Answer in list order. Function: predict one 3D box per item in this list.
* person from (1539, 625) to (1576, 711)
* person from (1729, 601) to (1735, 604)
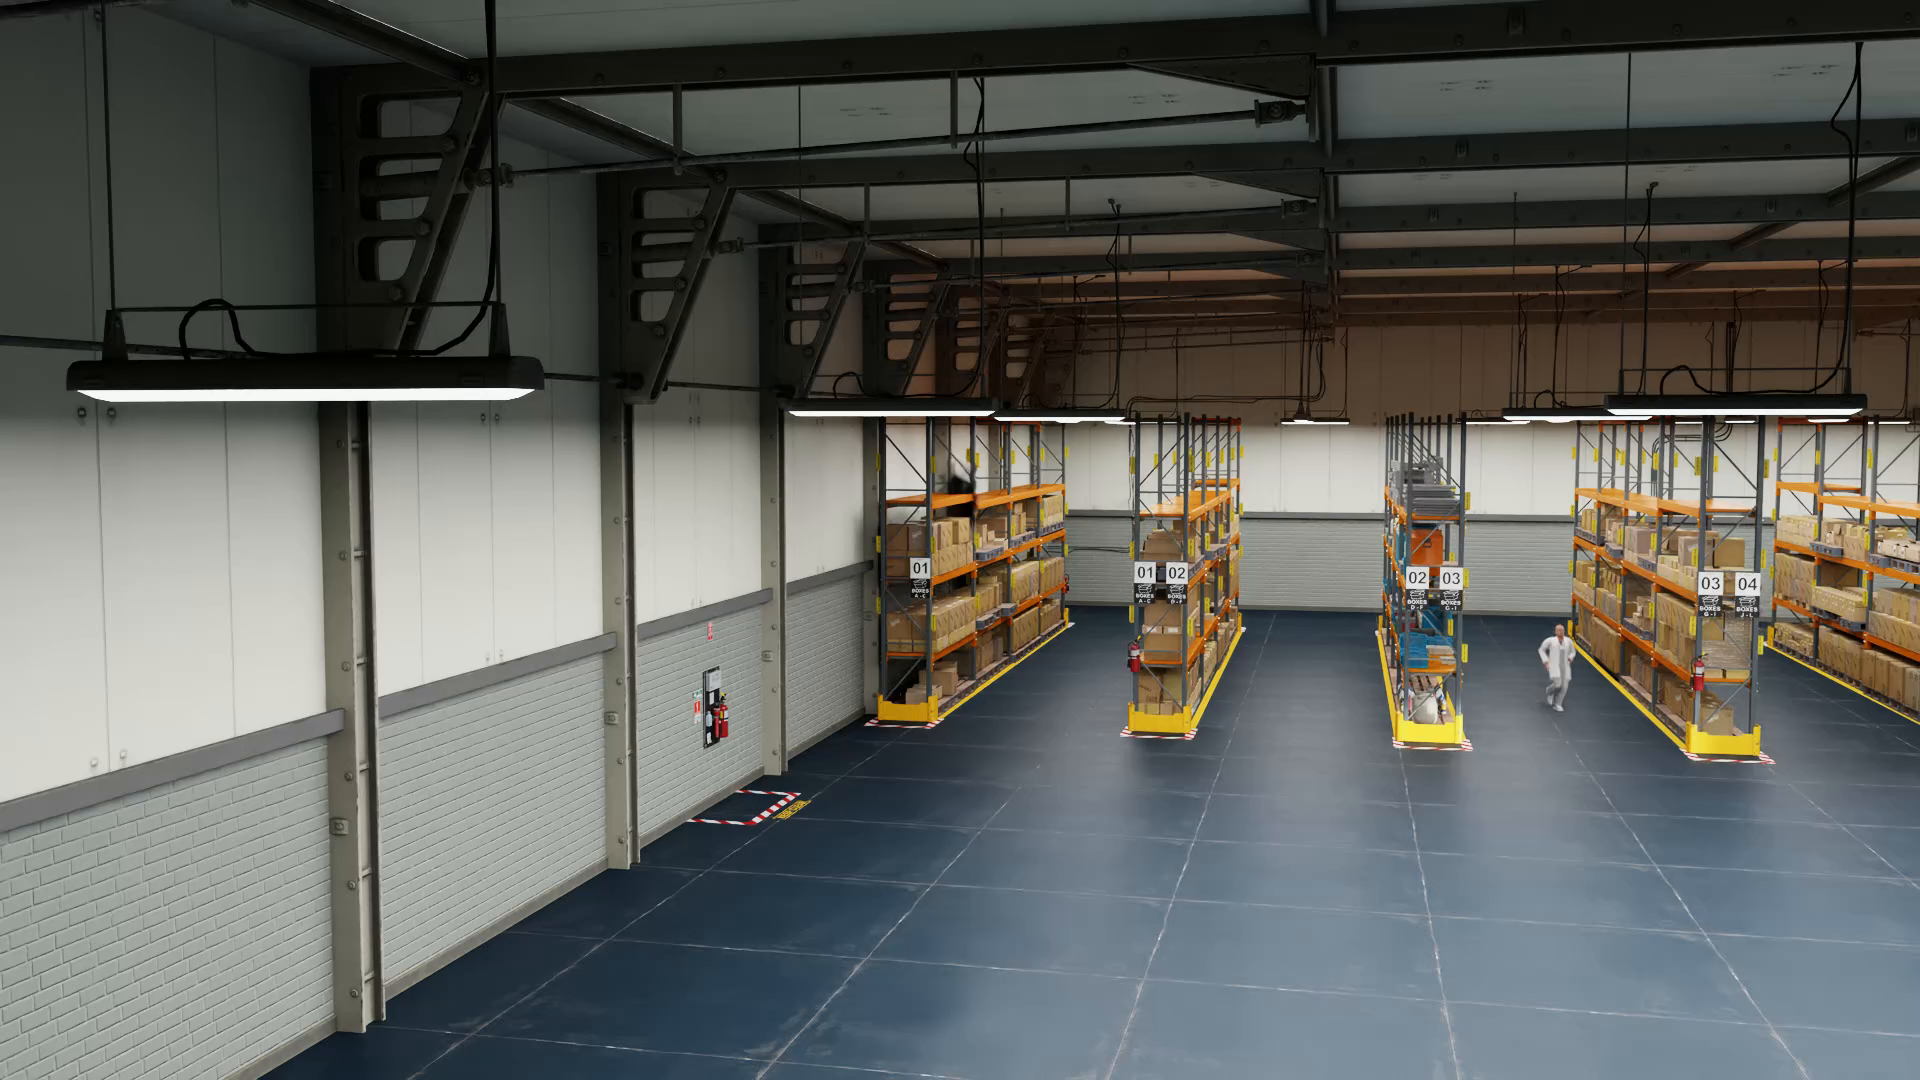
[{"bbox_3d":[12.110,2.586,33.603,0.707,1.733,0.633,0,4,0],"label":"person"},{"bbox_3d":[20.852,1.962,44.868,0.530,1.500,0.626,0,4,2],"label":"person"}]
